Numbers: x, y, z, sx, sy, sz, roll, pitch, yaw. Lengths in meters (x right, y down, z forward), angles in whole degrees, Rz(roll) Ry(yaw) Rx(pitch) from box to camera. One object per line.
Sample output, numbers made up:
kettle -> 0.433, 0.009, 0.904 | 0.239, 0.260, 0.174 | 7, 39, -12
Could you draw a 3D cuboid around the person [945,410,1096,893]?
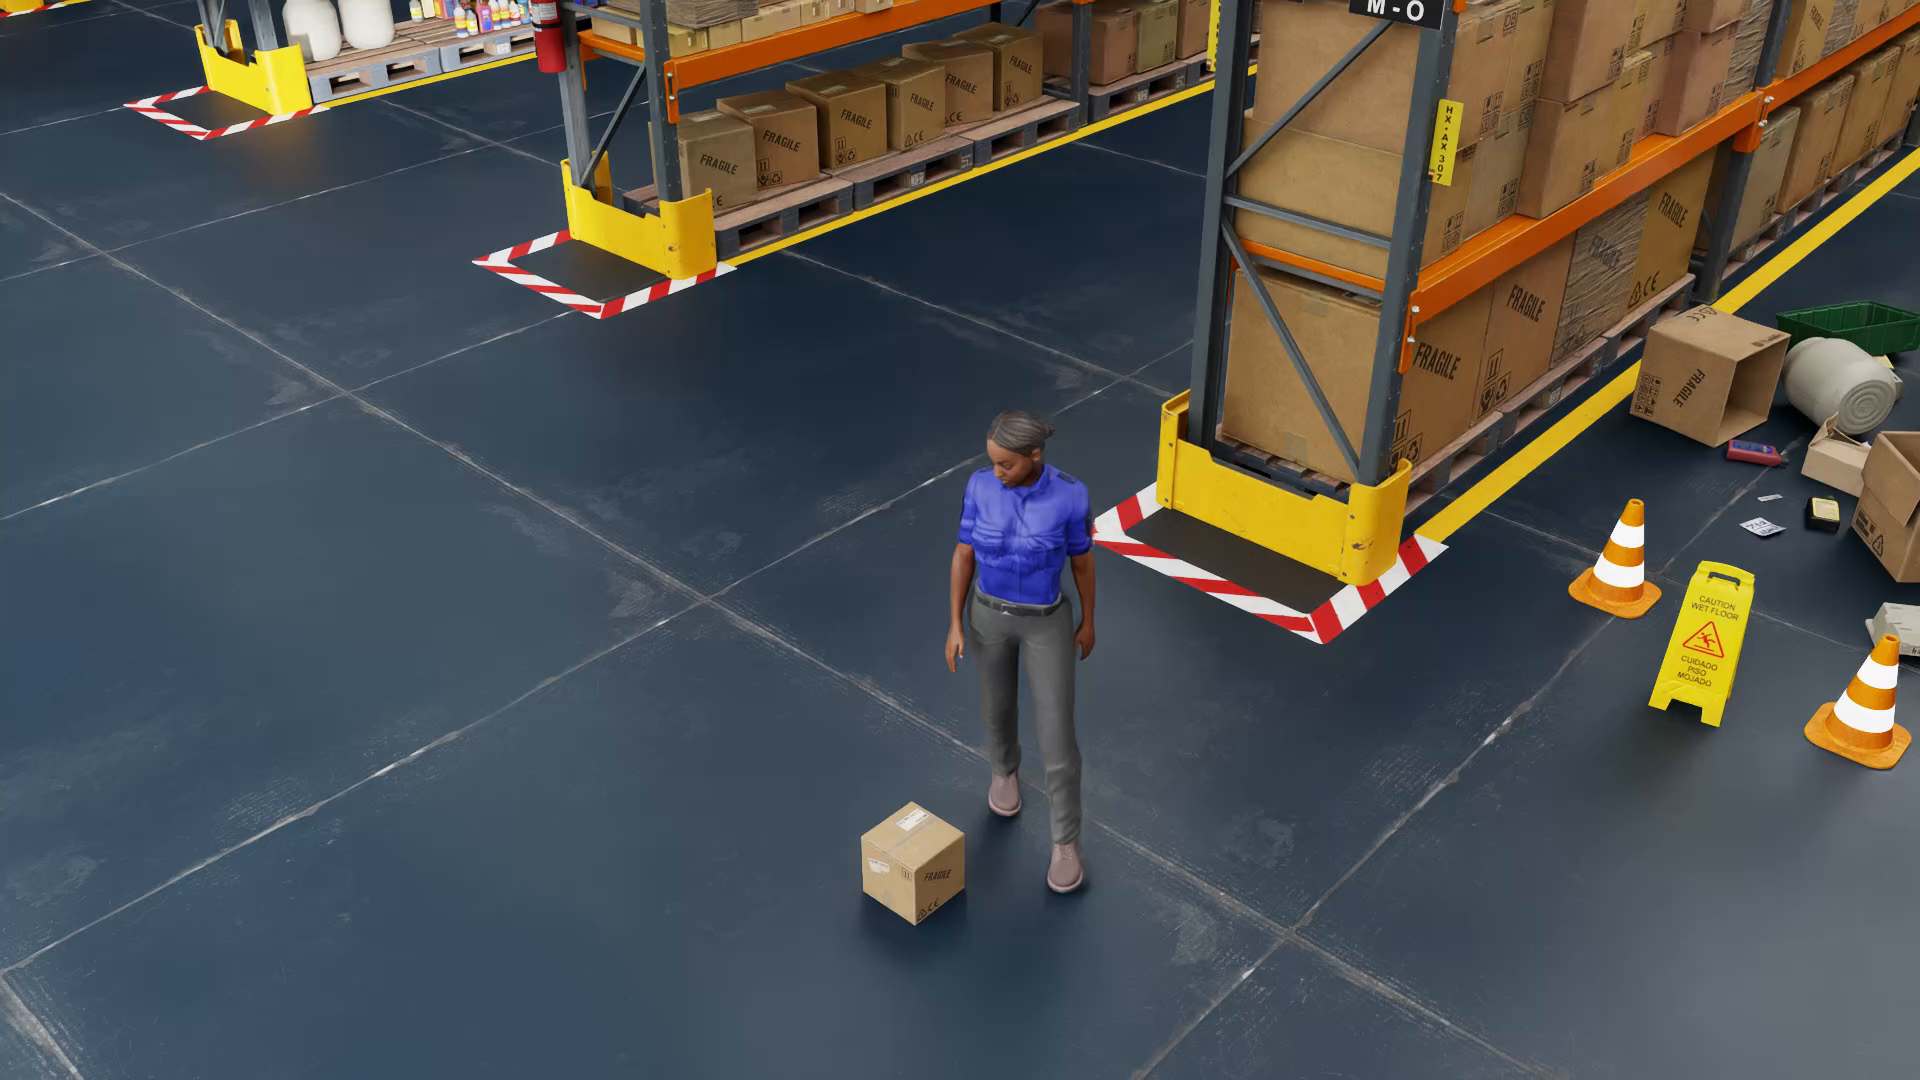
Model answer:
person -> 0.213, 0.349, 5.566 | 0.547, 1.638, 0.667 | 7, 32, 12
